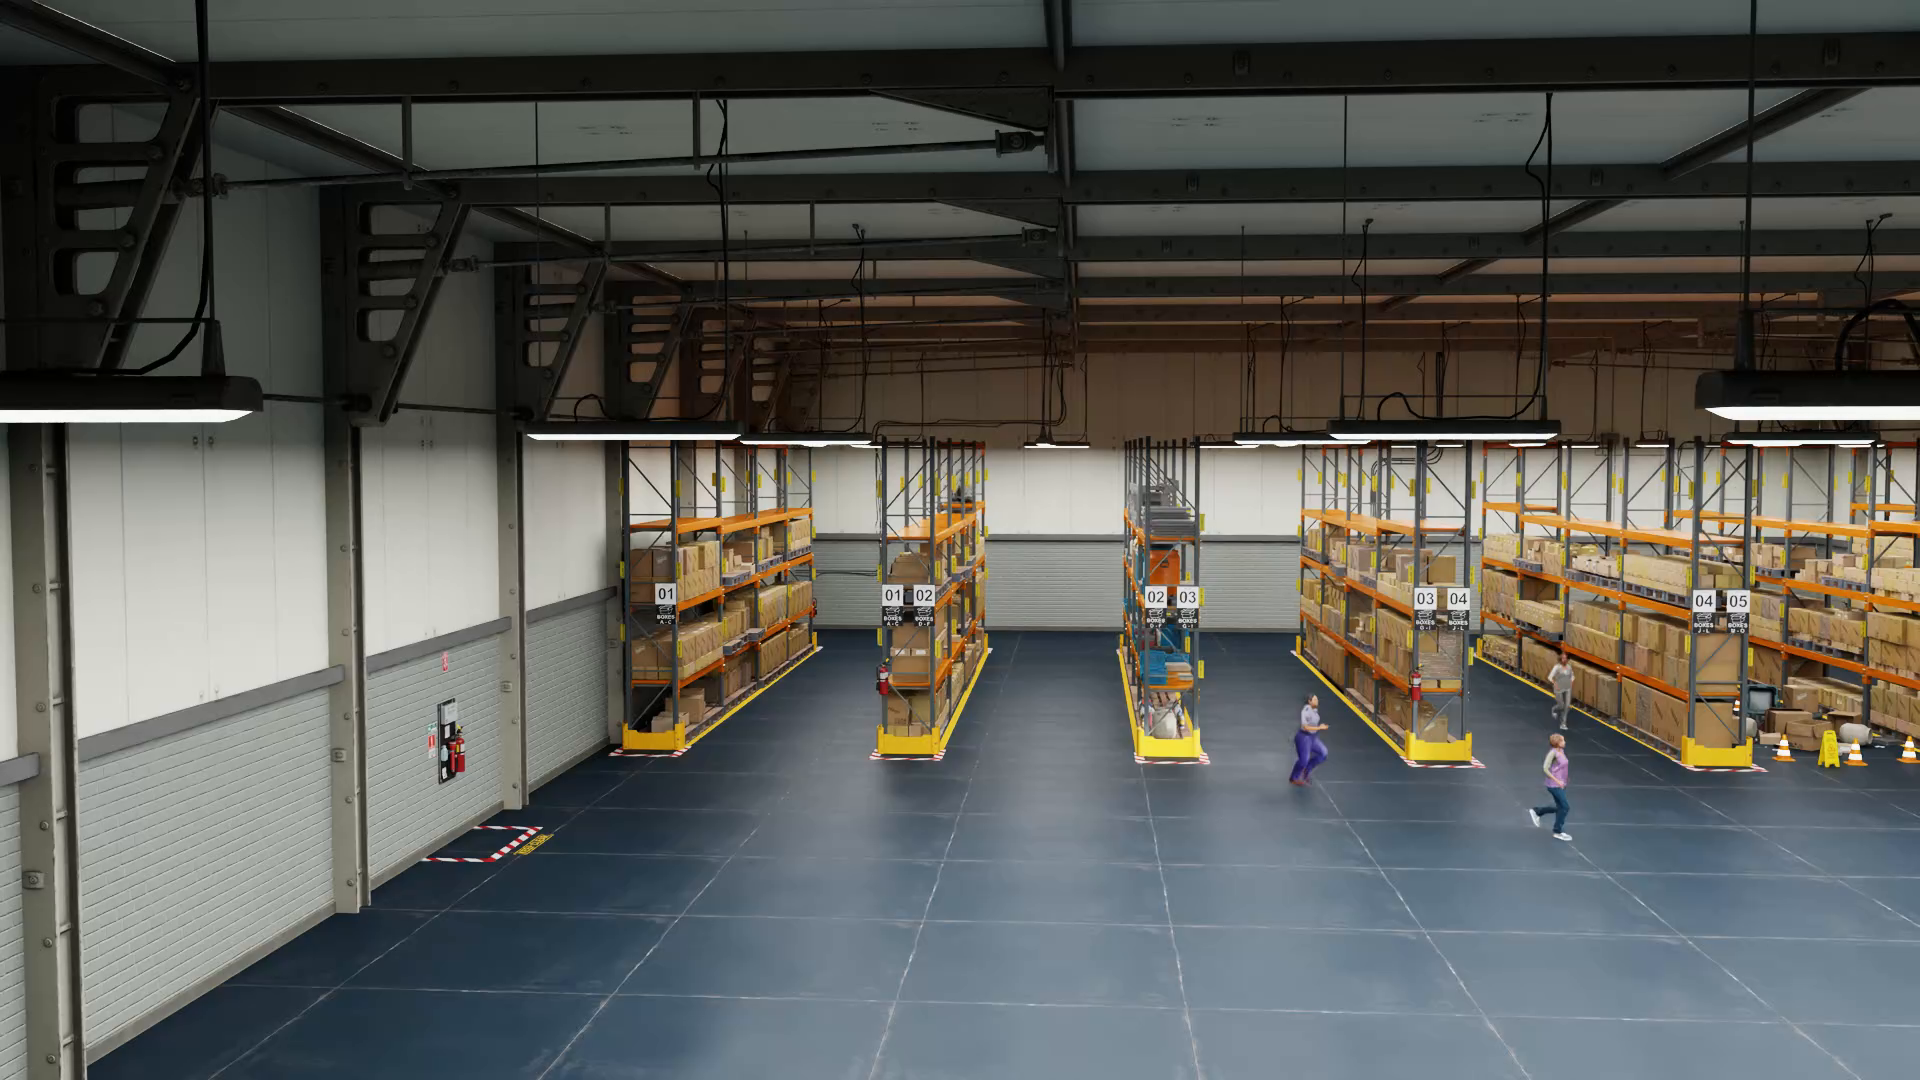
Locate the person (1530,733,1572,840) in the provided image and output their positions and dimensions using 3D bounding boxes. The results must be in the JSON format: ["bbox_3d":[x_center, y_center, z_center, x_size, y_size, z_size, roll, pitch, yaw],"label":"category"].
[{"bbox_3d":[8.754,3.631,24.635,0.642,1.564,0.562,2,4,35],"label":"person"}]

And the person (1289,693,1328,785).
[{"bbox_3d":[5.945,3.399,28.299,0.729,1.587,0.640,2,4,34],"label":"person"}]

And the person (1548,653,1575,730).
[{"bbox_3d":[12.422,3.105,34.293,0.554,1.552,0.679,0,3,-2],"label":"person"}]
